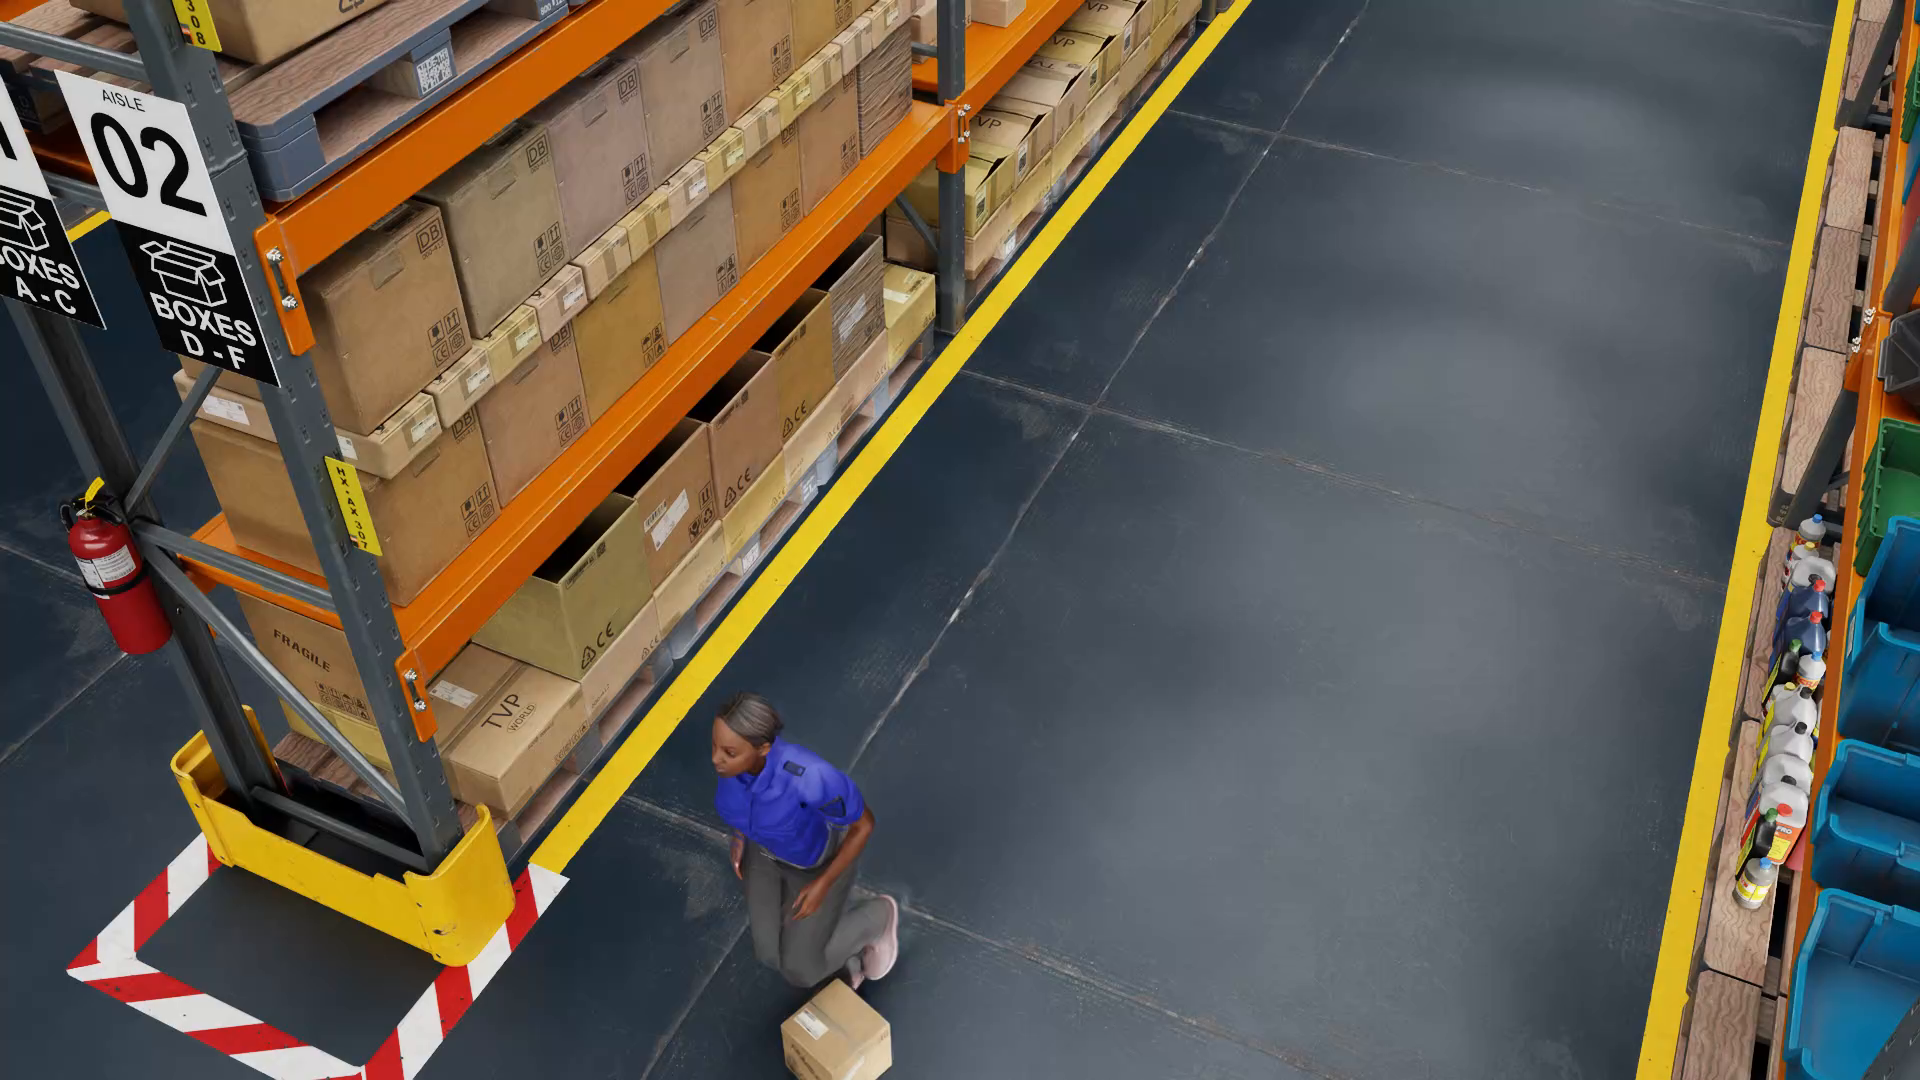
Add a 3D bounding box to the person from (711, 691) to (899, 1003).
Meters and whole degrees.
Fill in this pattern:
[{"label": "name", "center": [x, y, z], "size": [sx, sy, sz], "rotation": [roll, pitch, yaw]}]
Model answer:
[{"label": "person", "center": [-0.497, 0.945, 5.179], "size": [0.584, 1.565, 0.564], "rotation": [25, 48, 25]}]
